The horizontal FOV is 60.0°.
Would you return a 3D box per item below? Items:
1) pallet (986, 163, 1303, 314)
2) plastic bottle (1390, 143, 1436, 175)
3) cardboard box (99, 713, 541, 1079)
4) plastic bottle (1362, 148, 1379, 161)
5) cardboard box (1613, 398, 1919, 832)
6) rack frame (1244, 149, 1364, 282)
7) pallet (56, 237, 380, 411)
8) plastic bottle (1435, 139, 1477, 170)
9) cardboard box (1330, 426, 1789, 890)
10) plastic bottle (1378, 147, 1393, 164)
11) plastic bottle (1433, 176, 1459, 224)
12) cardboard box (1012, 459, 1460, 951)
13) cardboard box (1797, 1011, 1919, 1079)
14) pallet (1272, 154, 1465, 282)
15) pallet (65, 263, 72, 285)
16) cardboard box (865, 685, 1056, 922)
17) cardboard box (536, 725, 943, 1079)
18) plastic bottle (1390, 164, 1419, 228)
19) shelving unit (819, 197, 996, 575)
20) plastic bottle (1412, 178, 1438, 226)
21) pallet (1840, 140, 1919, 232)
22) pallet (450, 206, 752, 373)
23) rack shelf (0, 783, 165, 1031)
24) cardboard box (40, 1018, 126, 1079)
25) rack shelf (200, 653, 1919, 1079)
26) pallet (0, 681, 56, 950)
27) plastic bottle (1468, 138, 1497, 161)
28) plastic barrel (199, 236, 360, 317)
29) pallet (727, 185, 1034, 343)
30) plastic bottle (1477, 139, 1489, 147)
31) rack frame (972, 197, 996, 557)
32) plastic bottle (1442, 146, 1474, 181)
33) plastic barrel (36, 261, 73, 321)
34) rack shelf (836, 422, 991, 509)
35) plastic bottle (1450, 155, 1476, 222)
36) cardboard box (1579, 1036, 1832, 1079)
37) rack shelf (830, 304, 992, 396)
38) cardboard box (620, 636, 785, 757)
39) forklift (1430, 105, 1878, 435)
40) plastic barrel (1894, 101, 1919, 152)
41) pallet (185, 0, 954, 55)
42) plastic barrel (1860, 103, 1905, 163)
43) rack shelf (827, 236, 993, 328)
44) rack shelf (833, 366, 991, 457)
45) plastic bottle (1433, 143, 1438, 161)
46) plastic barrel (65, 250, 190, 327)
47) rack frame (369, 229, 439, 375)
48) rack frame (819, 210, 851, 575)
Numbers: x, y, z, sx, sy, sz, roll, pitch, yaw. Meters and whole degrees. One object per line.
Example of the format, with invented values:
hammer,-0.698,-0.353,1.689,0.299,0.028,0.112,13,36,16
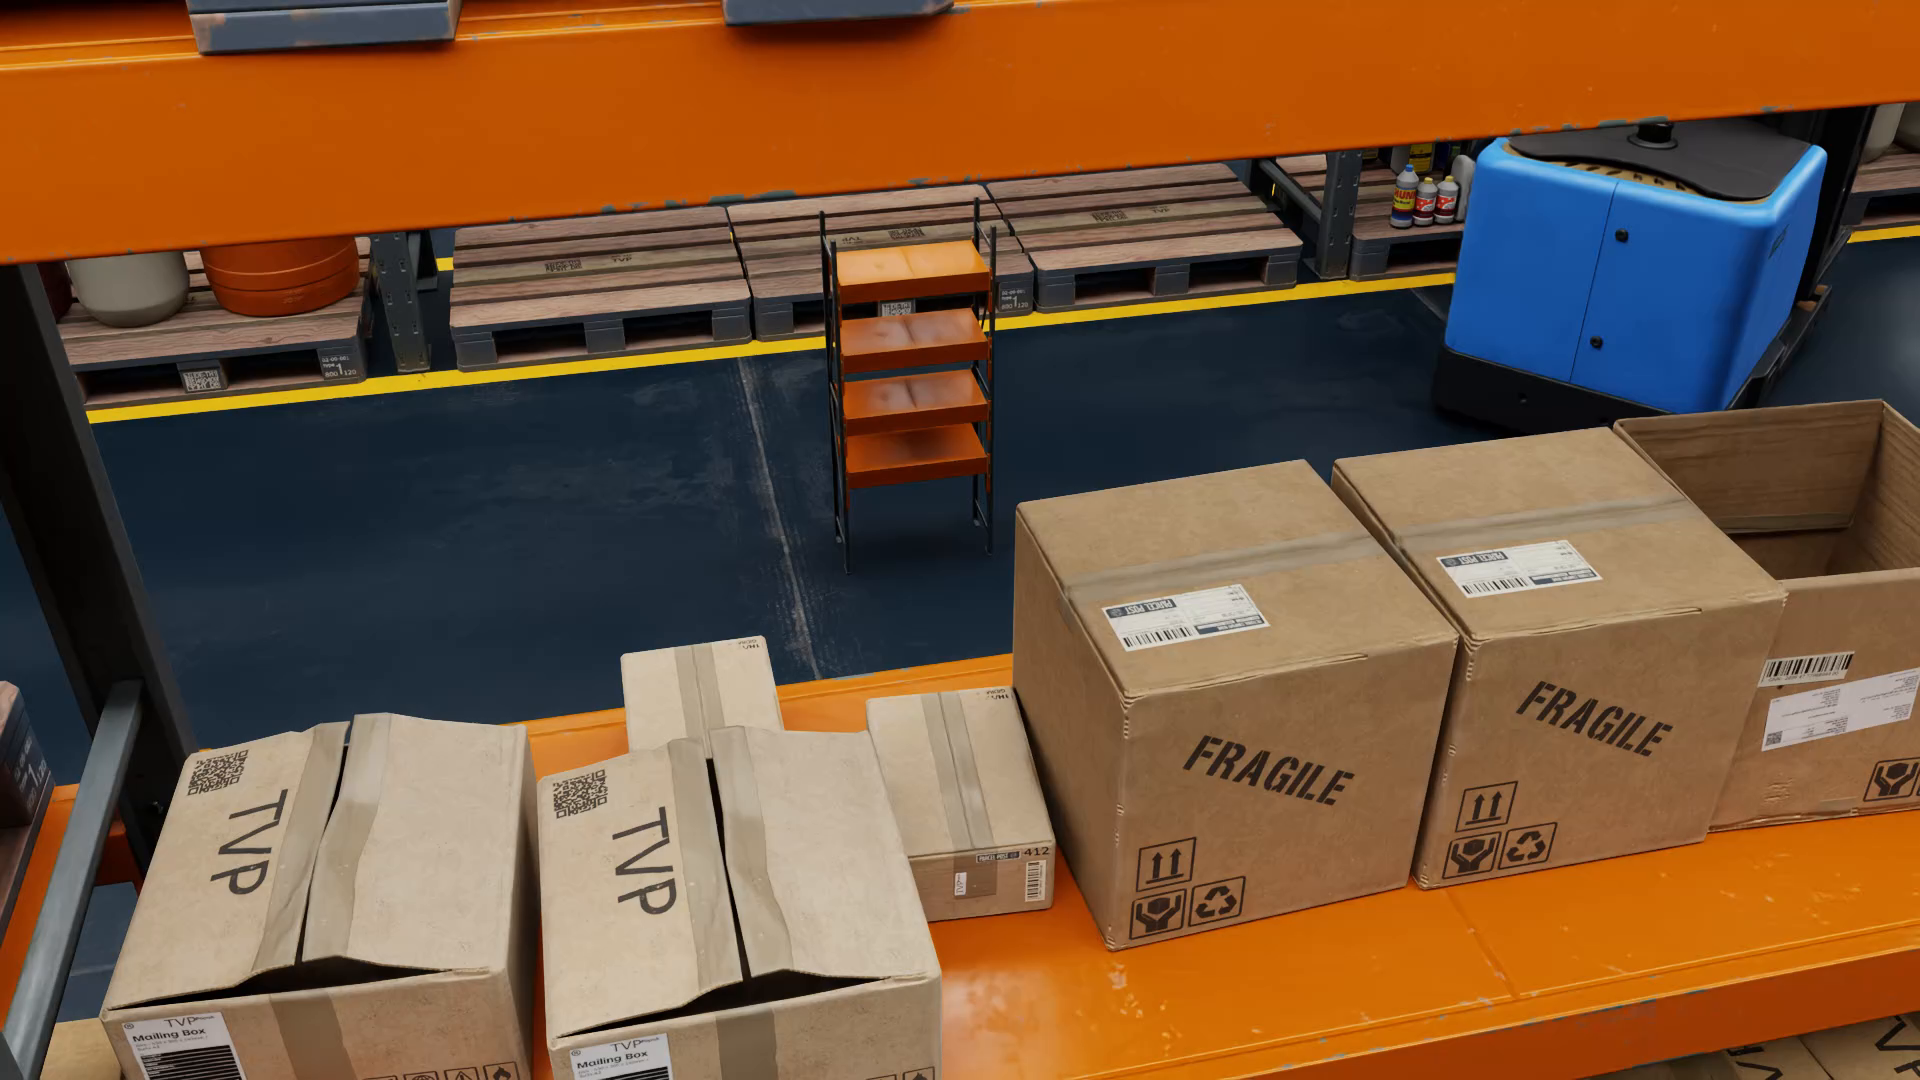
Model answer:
pallet,0.817,-1.410,7.661,1.213,0.211,1.003,-7,35,-11
plastic bottle,2.170,-1.926,7.910,0.185,0.351,0.144,-7,35,-11
cardboard box,-0.874,0.515,2.371,0.500,0.311,0.500,-5,34,-8
plastic bottle,1.970,-1.979,8.049,0.133,0.283,0.061,-6,34,-8
cardboard box,1.397,0.116,2.795,0.500,0.500,0.500,-5,34,-7
rack frame,1.574,-2.685,7.060,0.127,3.000,1.000,-7,35,-11
pallet,-3.087,-0.916,6.926,1.213,0.211,1.003,-7,35,-11
plastic bottle,2.383,-1.919,7.967,0.135,0.276,0.152,-7,35,-11
cardboard box,0.908,0.178,2.704,0.500,0.500,0.500,-7,35,-10
plastic bottle,2.139,-2.004,8.027,0.185,0.351,0.144,-8,35,-12
plastic bottle,2.180,-1.532,7.457,0.097,0.201,0.097,0,34,0
cardboard box,0.395,0.242,2.607,0.500,0.500,0.500,-9,35,-13
cardboard box,1.825,1.015,3.133,0.500,0.311,0.500,-6,34,-9
pallet,2.238,-1.587,7.926,1.213,0.211,1.003,-7,35,-11
pallet,-4.275,-0.768,6.705,1.213,0.211,1.003,-7,35,-11
cardboard box,-0.007,0.416,2.664,0.250,0.149,0.380,-5,34,-7
cardboard box,-0.323,0.531,2.346,0.500,0.311,0.500,-8,35,-11
plastic bottle,1.981,-1.536,7.401,0.097,0.271,0.097,0,34,0
shelving unit,-0.161,-0.478,5.385,0.503,1.200,0.258,-7,35,-11
plastic bottle,2.081,-1.519,7.439,0.097,0.201,0.097,0,34,0
pallet,4.618,-1.887,8.373,1.213,0.211,1.003,-7,35,-11
pallet,-1.563,-1.110,7.214,1.213,0.211,1.003,-7,35,-11
rack shelf,-3.189,1.044,2.149,4.000,0.370,1.077,-7,35,-11
cardboard box,-1.745,1.255,3.037,0.500,0.500,0.500,-6,34,-9
rack shelf,0.712,0.552,2.881,4.000,0.370,1.077,-7,35,-11
pallet,-1.884,0.700,2.187,1.003,0.211,1.213,-7,35,-11
plastic bottle,2.421,-1.720,7.604,0.185,0.351,0.144,-7,35,-11
plastic barrel,-2.801,-1.397,6.711,0.708,0.830,0.600,-7,35,-11
pallet,-0.376,-1.258,7.435,1.213,0.211,1.003,-7,35,-11
plastic bottle,2.641,-2.067,8.121,0.185,0.351,0.144,-7,35,-11
rack frame,0.077,-0.508,5.430,0.015,1.200,0.240,-7,35,-11
plastic bottle,2.267,-1.653,7.565,0.133,0.283,0.061,-7,35,-11
plastic barrel,-3.902,-1.158,6.572,0.708,0.588,0.600,-7,35,-11
rack shelf,-0.161,-0.257,5.533,0.480,0.148,0.258,-7,35,-11
plastic bottle,2.291,-1.593,7.481,0.135,0.276,0.152,-6,34,-9
cardboard box,1.338,1.075,3.044,0.500,0.311,0.500,-7,35,-11
rack shelf,-0.161,-0.608,5.298,0.480,0.148,0.258,-7,35,-11
cardboard box,-0.422,0.343,2.773,0.250,0.149,0.380,-7,35,-11
forklift,3.088,-2.207,6.409,1.130,2.935,3.031,22,40,29
plastic barrel,4.850,-2.196,8.186,0.421,0.512,0.421,0,34,0
pallet,-0.596,-0.800,1.728,1.003,0.211,1.213,-6,34,-8
plastic barrel,4.361,-2.134,8.094,0.421,0.512,0.421,0,34,0
rack shelf,-0.161,-0.804,5.166,0.480,0.148,0.258,-7,35,-11
rack shelf,-0.161,-0.422,5.423,0.480,0.148,0.258,-7,35,-11
plastic bottle,2.326,-2.027,8.062,0.185,0.351,0.144,-9,35,-13
plastic barrel,-3.332,-1.148,6.624,0.421,0.512,0.421,0,34,0
rack frame,-2.327,-2.194,6.327,0.127,3.000,1.000,-7,35,-11
rack frame,-0.399,-0.448,5.341,0.015,1.200,0.240,-7,35,-11
